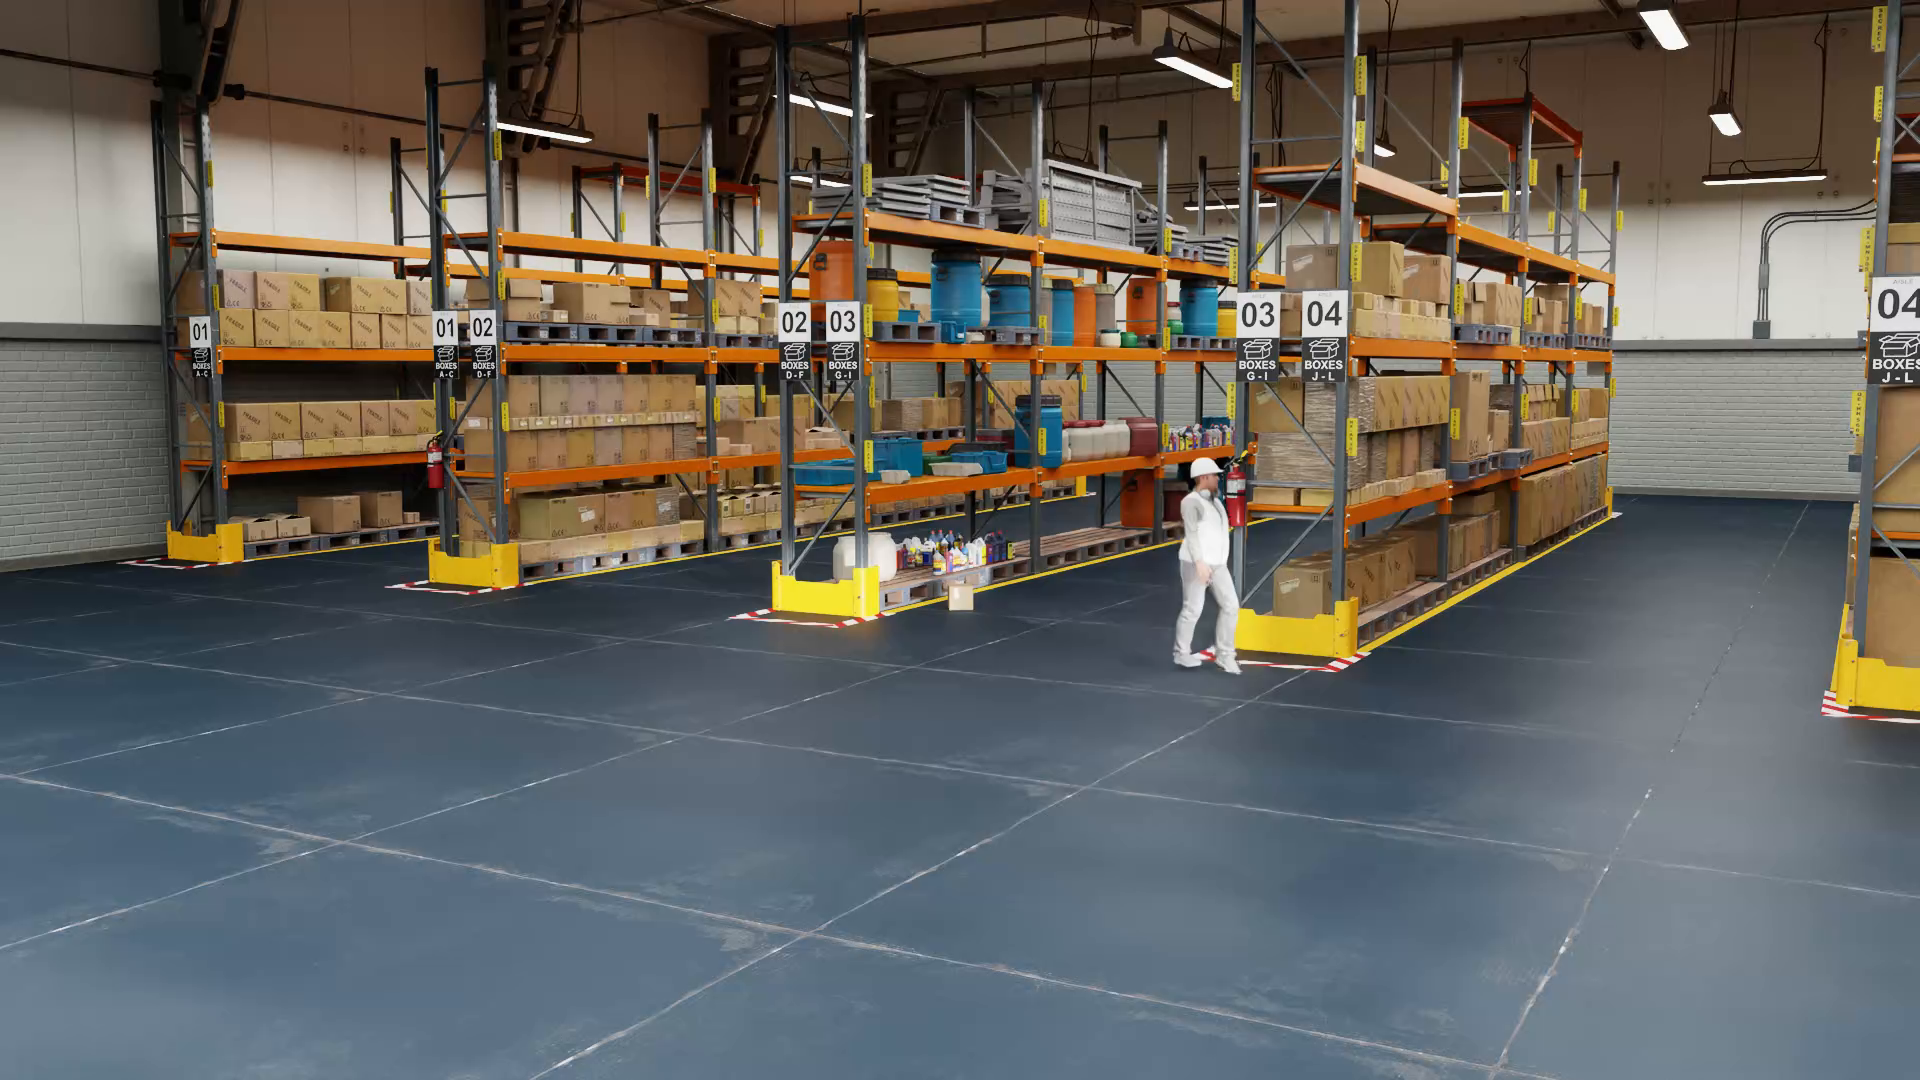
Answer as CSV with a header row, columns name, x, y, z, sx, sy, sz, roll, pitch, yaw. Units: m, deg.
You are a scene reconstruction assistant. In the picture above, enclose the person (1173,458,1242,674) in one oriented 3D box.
name,x,y,z,sx,sy,sz,roll,pitch,yaw
person,2.073,0.237,13.901,0.628,1.845,0.577,5,8,42
